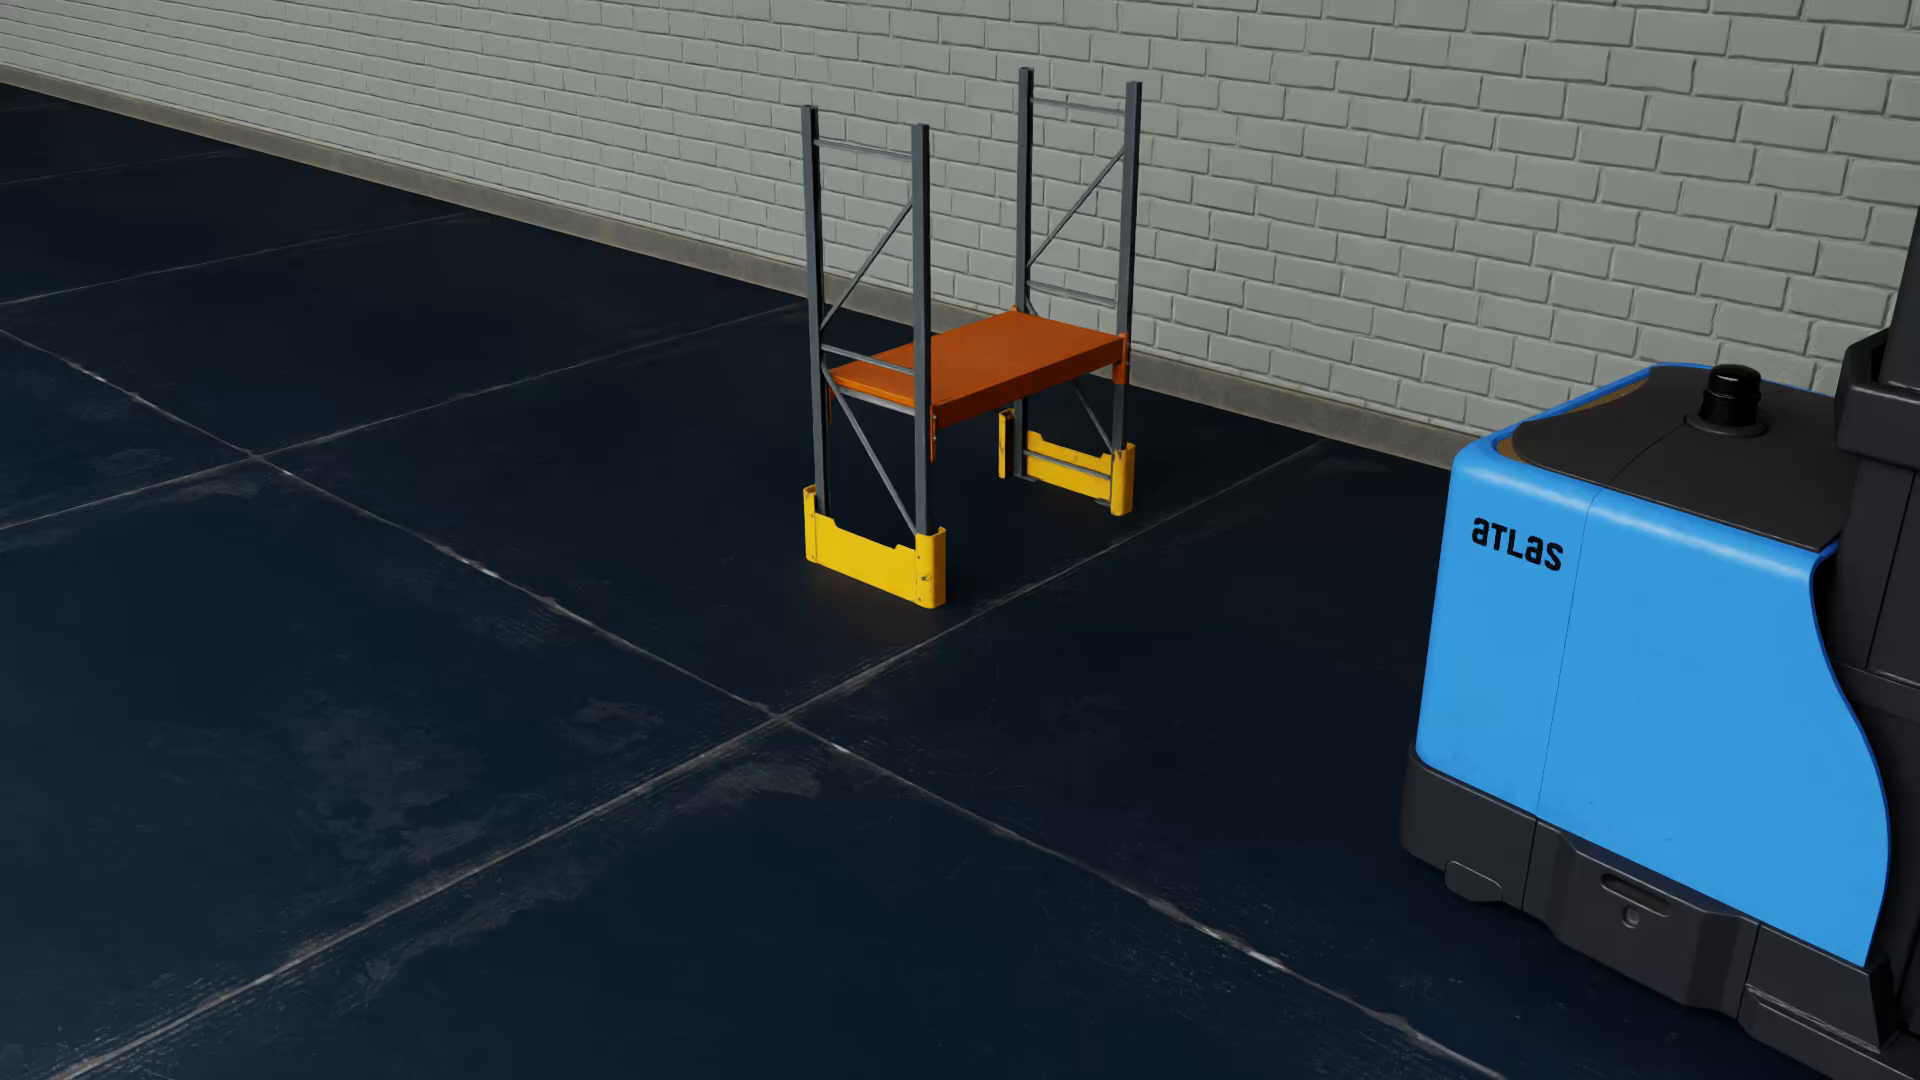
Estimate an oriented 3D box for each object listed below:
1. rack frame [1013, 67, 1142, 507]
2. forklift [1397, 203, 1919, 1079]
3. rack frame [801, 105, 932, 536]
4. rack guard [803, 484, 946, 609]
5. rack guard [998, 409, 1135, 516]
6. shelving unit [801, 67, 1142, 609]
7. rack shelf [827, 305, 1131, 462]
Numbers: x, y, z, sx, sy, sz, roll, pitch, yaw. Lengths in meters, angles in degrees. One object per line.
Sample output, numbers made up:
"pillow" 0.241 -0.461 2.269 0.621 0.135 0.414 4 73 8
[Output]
"rack frame" 0.396 -0.865 5.847 0.500 1.500 0.032 20 31 38
"forklift" 2.405 -0.238 2.699 1.130 2.935 3.031 -20 31 -37
"rack frame" -0.282 -0.555 5.156 0.500 1.500 0.032 20 31 38
"rack guard" -0.281 0.014 5.412 0.587 0.250 0.087 20 31 38
"rack guard" 0.383 -0.289 6.089 0.587 0.250 0.087 20 31 38
"shelving unit" 0.051 -0.708 5.495 0.587 1.500 1.083 20 31 38
"rack shelf" 0.057 -0.546 5.575 0.538 0.185 1.000 20 31 38
